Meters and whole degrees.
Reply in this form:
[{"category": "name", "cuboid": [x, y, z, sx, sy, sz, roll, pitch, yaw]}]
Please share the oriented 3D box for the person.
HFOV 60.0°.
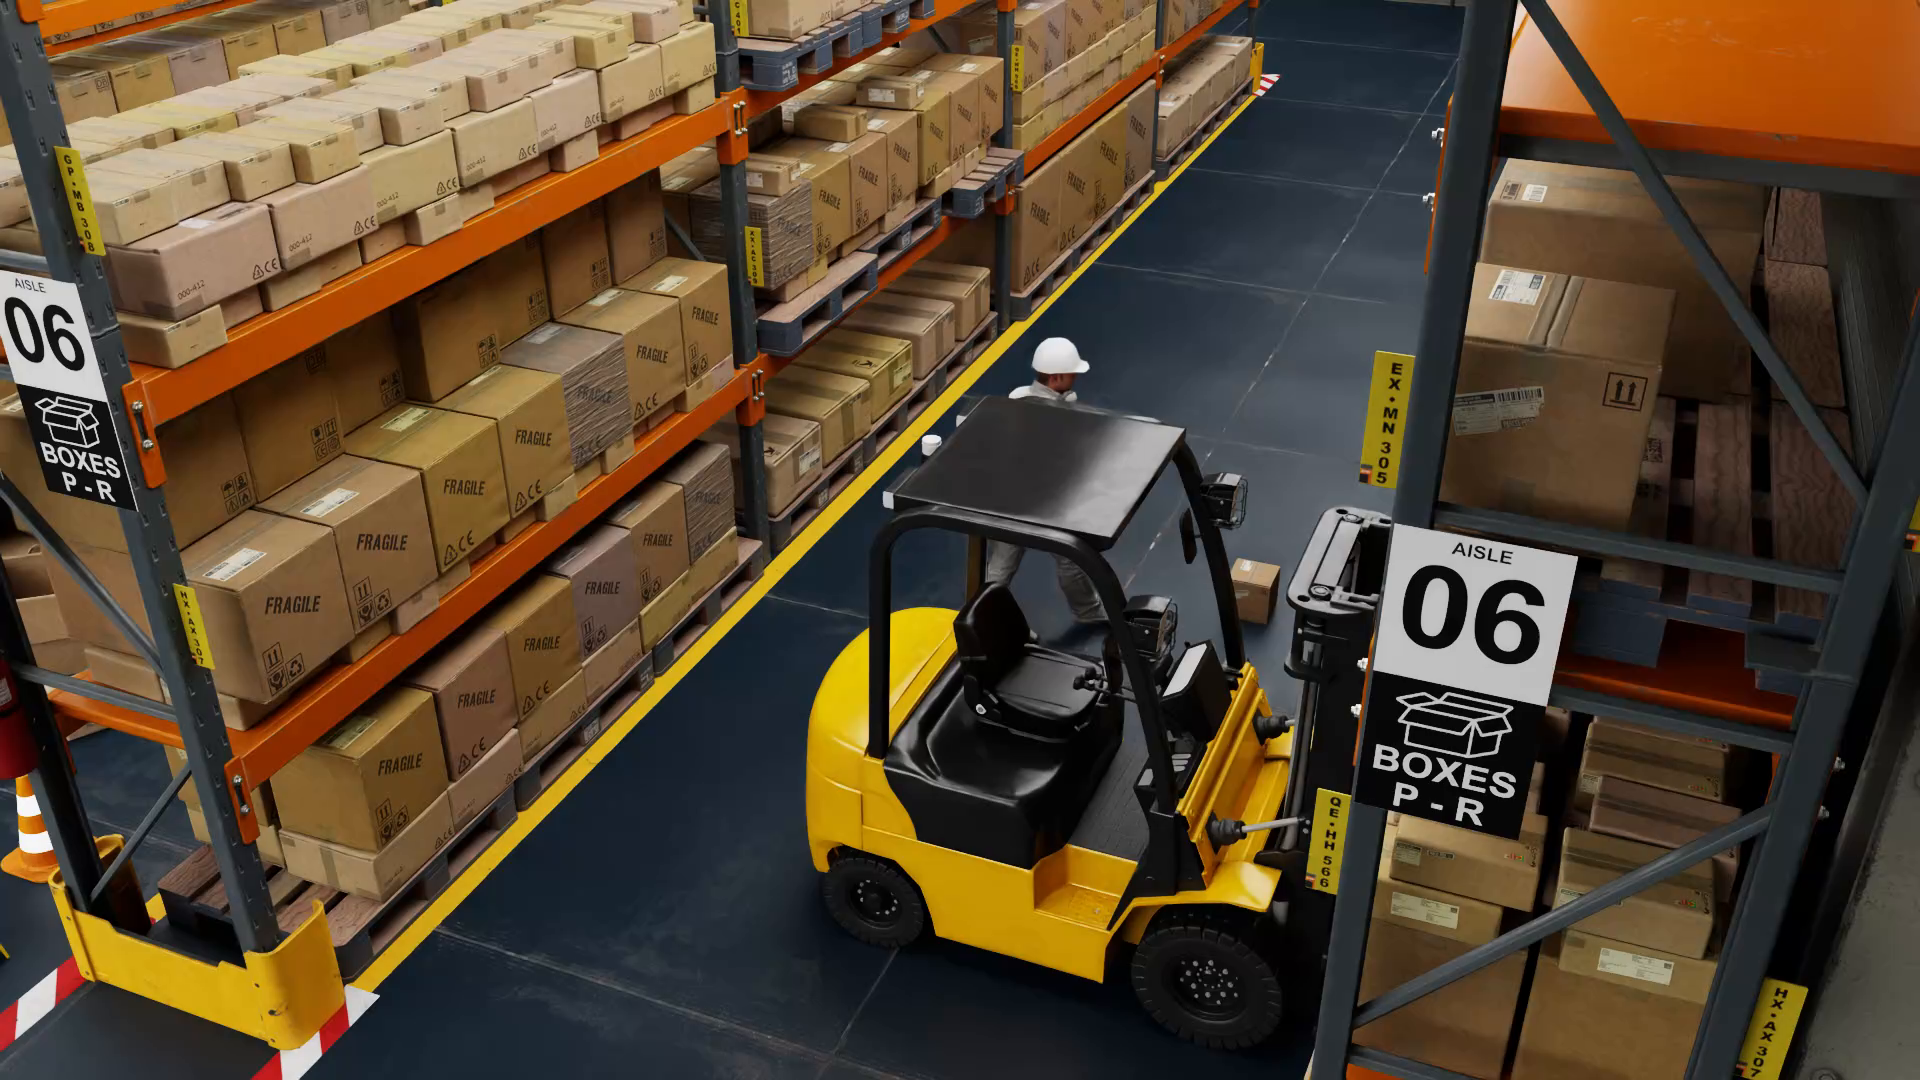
[{"category": "person", "cuboid": [0.465, -0.260, 8.814, 0.948, 1.722, 0.552, -20, 35, -31]}]
